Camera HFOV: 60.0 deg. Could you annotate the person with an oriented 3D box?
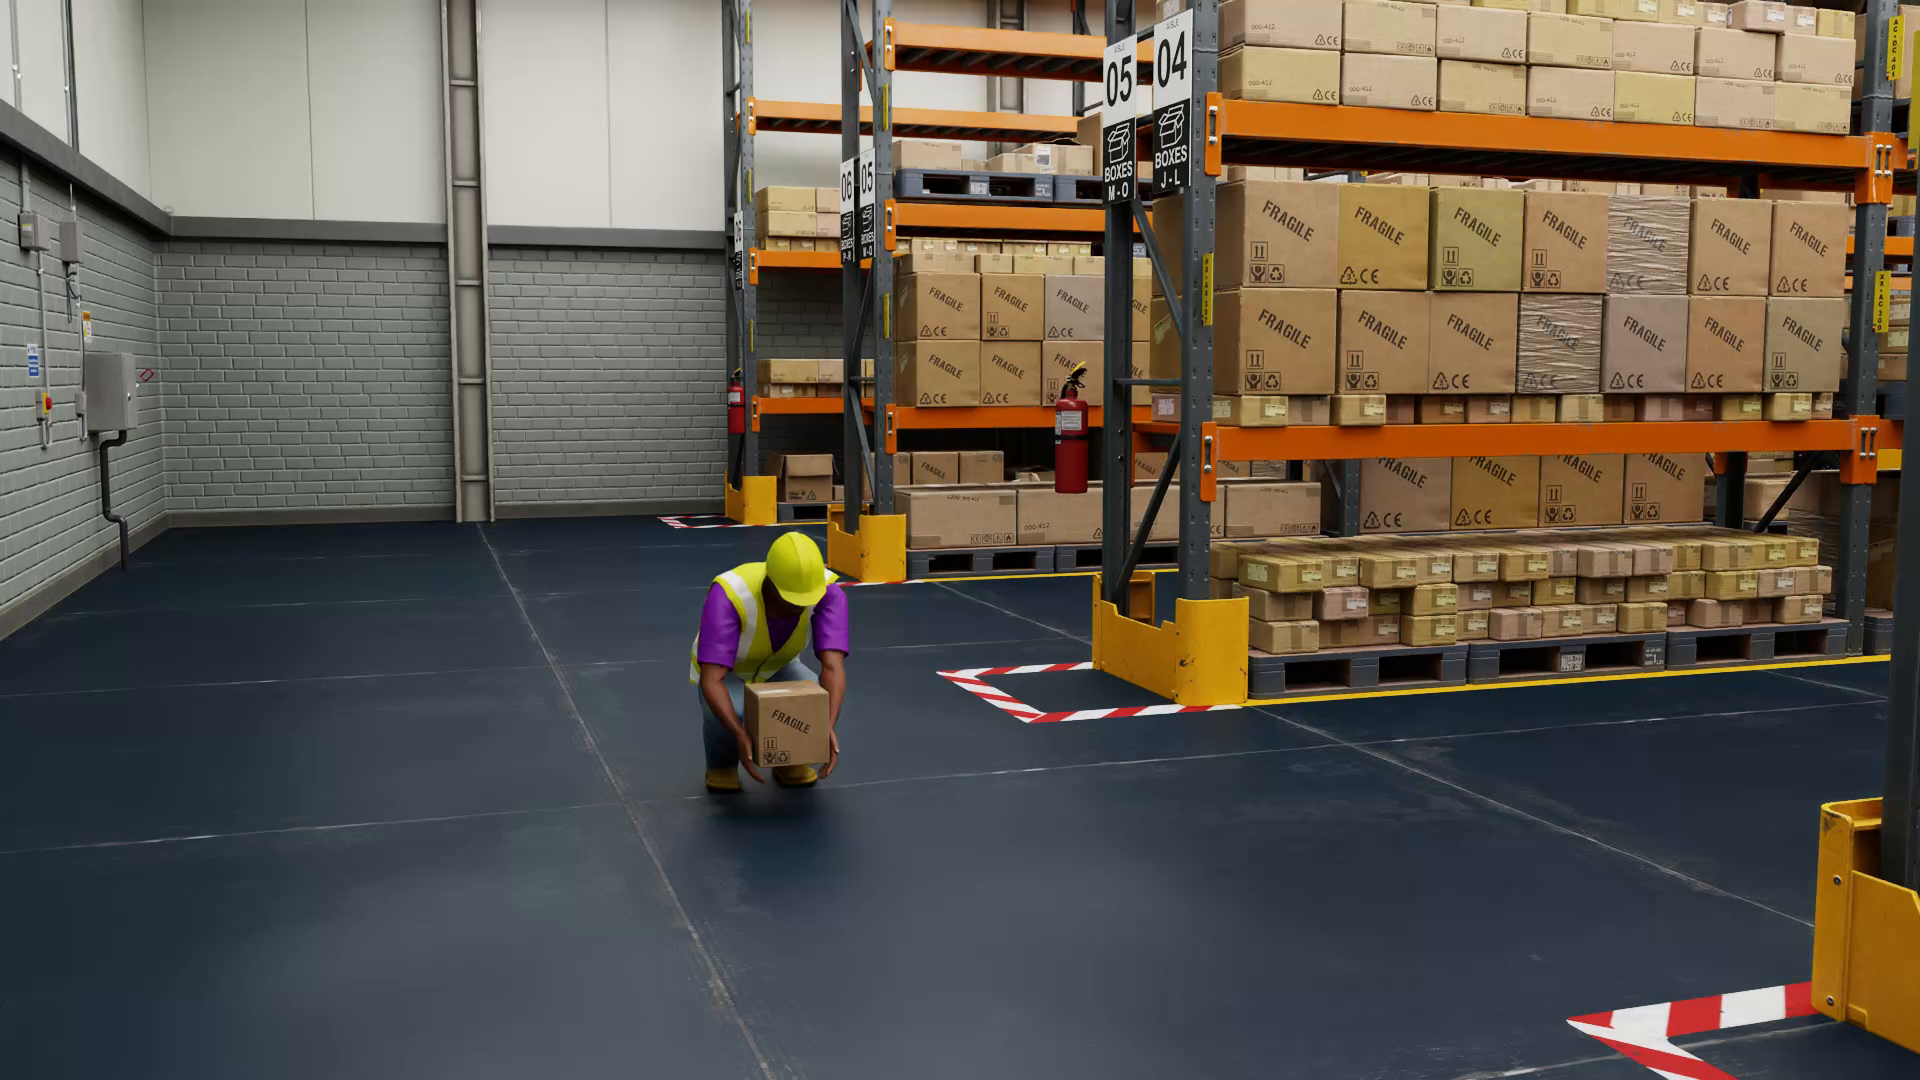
[{"bbox_3d":[-0.706,0.446,6.163,0.586,0.999,0.881,-2,6,-19],"label":"person"}]
